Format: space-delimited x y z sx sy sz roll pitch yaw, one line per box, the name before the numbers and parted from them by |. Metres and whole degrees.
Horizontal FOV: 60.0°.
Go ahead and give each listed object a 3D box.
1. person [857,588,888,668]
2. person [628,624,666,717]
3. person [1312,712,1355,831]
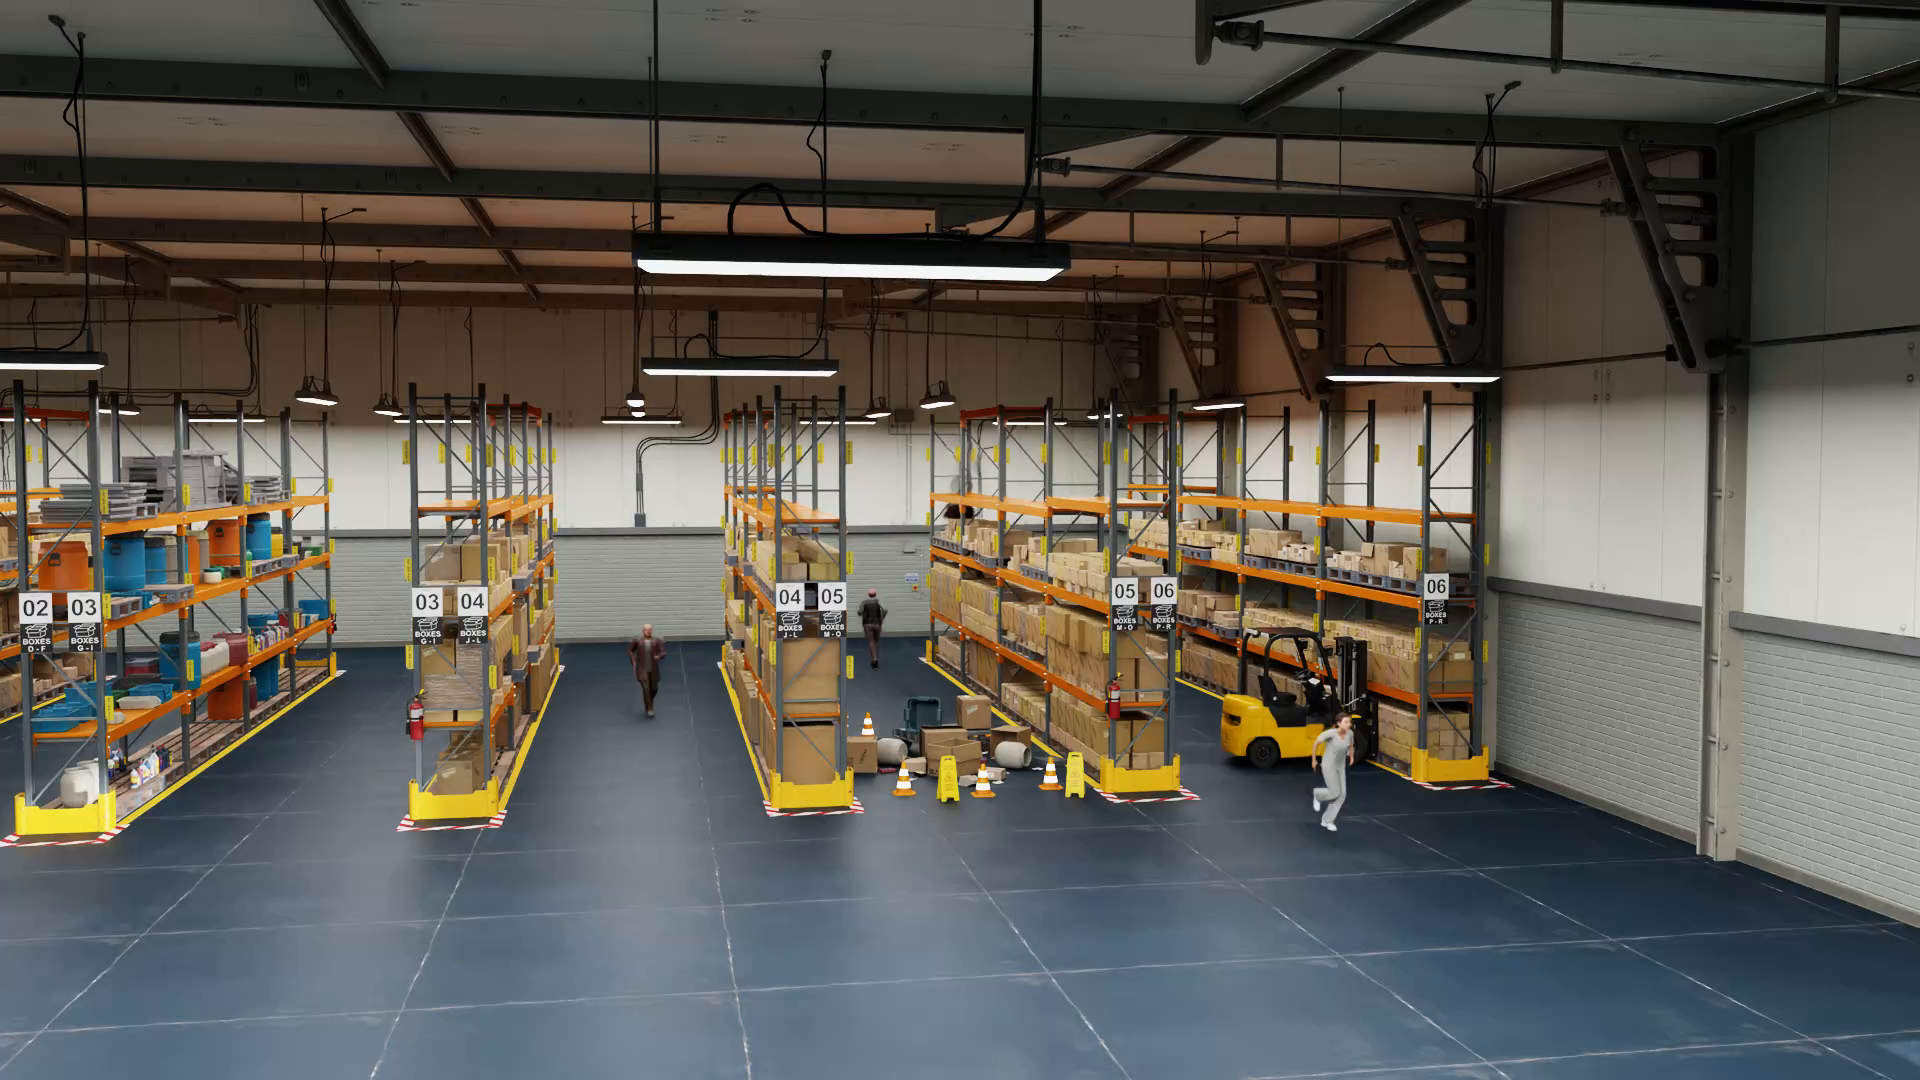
person | -1.984 1.998 37.200 0.628 1.826 0.755 -1 3 -18
person | -6.030 2.494 32.060 0.711 1.750 0.885 -1 3 -18
person | 5.009 3.088 22.370 0.554 1.600 0.706 -2 3 -29
